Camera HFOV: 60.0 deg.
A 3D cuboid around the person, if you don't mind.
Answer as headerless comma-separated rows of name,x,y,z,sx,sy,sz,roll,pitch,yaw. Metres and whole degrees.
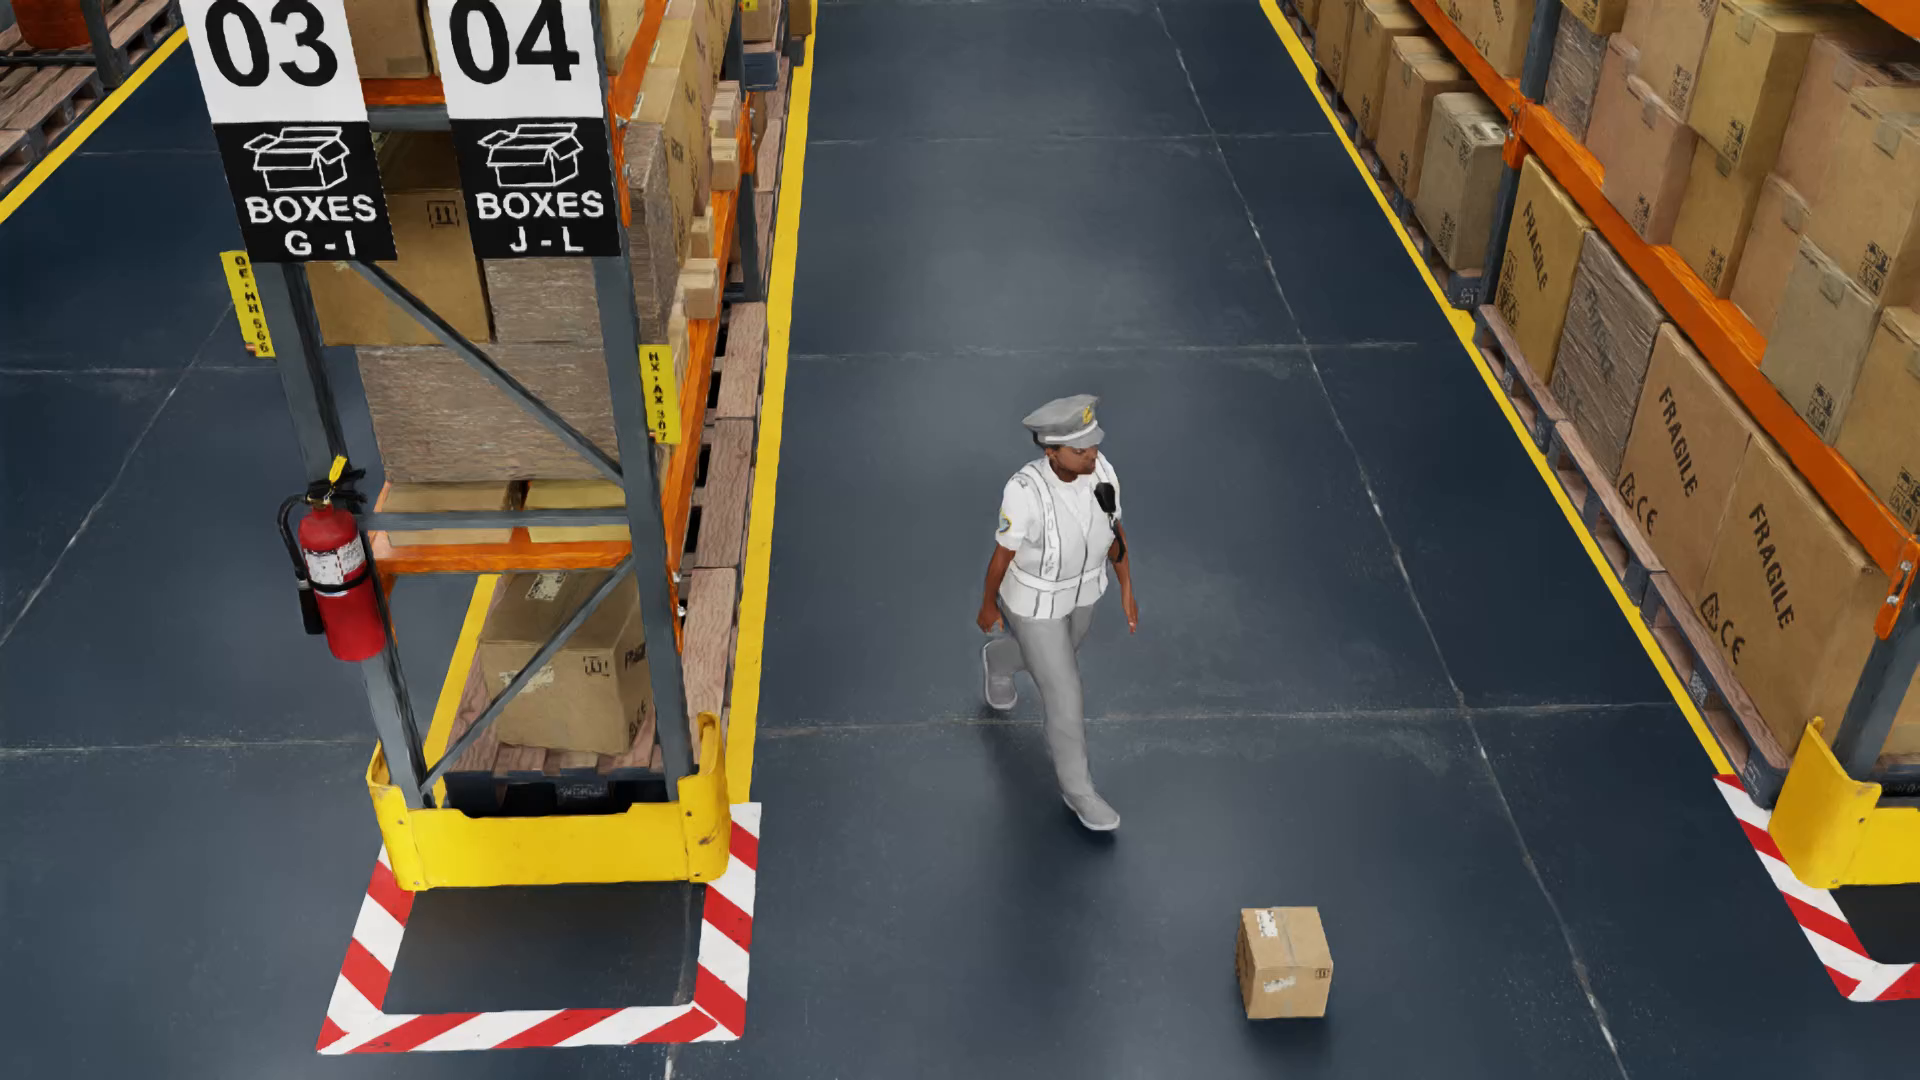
person,0.326,0.164,5.896,0.470,1.648,0.975,-25,43,-31
